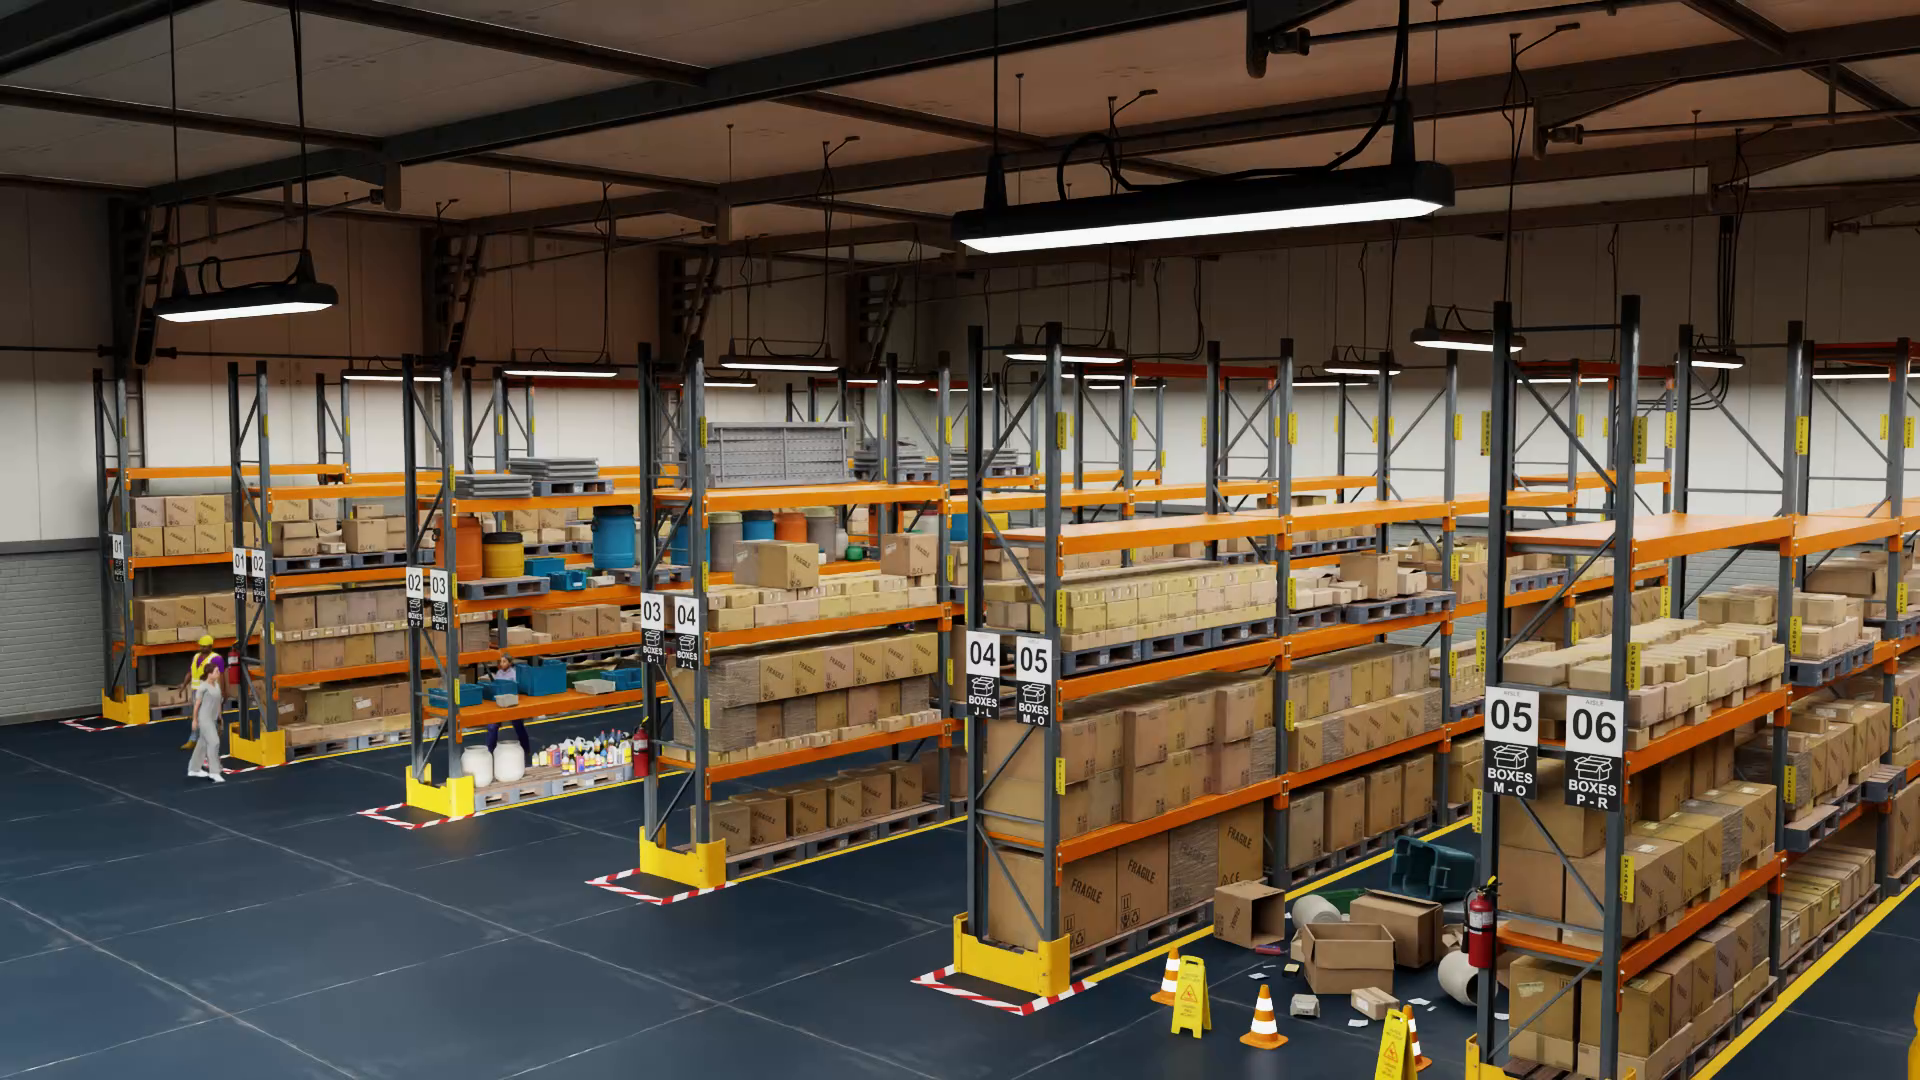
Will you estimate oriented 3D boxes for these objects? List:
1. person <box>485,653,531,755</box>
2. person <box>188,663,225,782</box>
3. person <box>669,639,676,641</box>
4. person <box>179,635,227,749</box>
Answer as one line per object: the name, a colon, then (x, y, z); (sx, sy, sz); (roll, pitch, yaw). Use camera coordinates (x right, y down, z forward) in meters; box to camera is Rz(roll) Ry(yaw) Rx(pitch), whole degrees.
person: (-6.855, 2.504, 25.005); (0.533, 1.598, 0.937); (1, 4, 16)
person: (-10.755, 2.604, 23.781); (0.651, 1.695, 0.485); (1, 4, 8)
person: (-5.647, 1.862, 33.403); (0.624, 1.772, 0.785); (3, 5, 34)
person: (-11.942, 2.373, 26.228); (0.676, 1.738, 0.846); (1, 4, 19)
